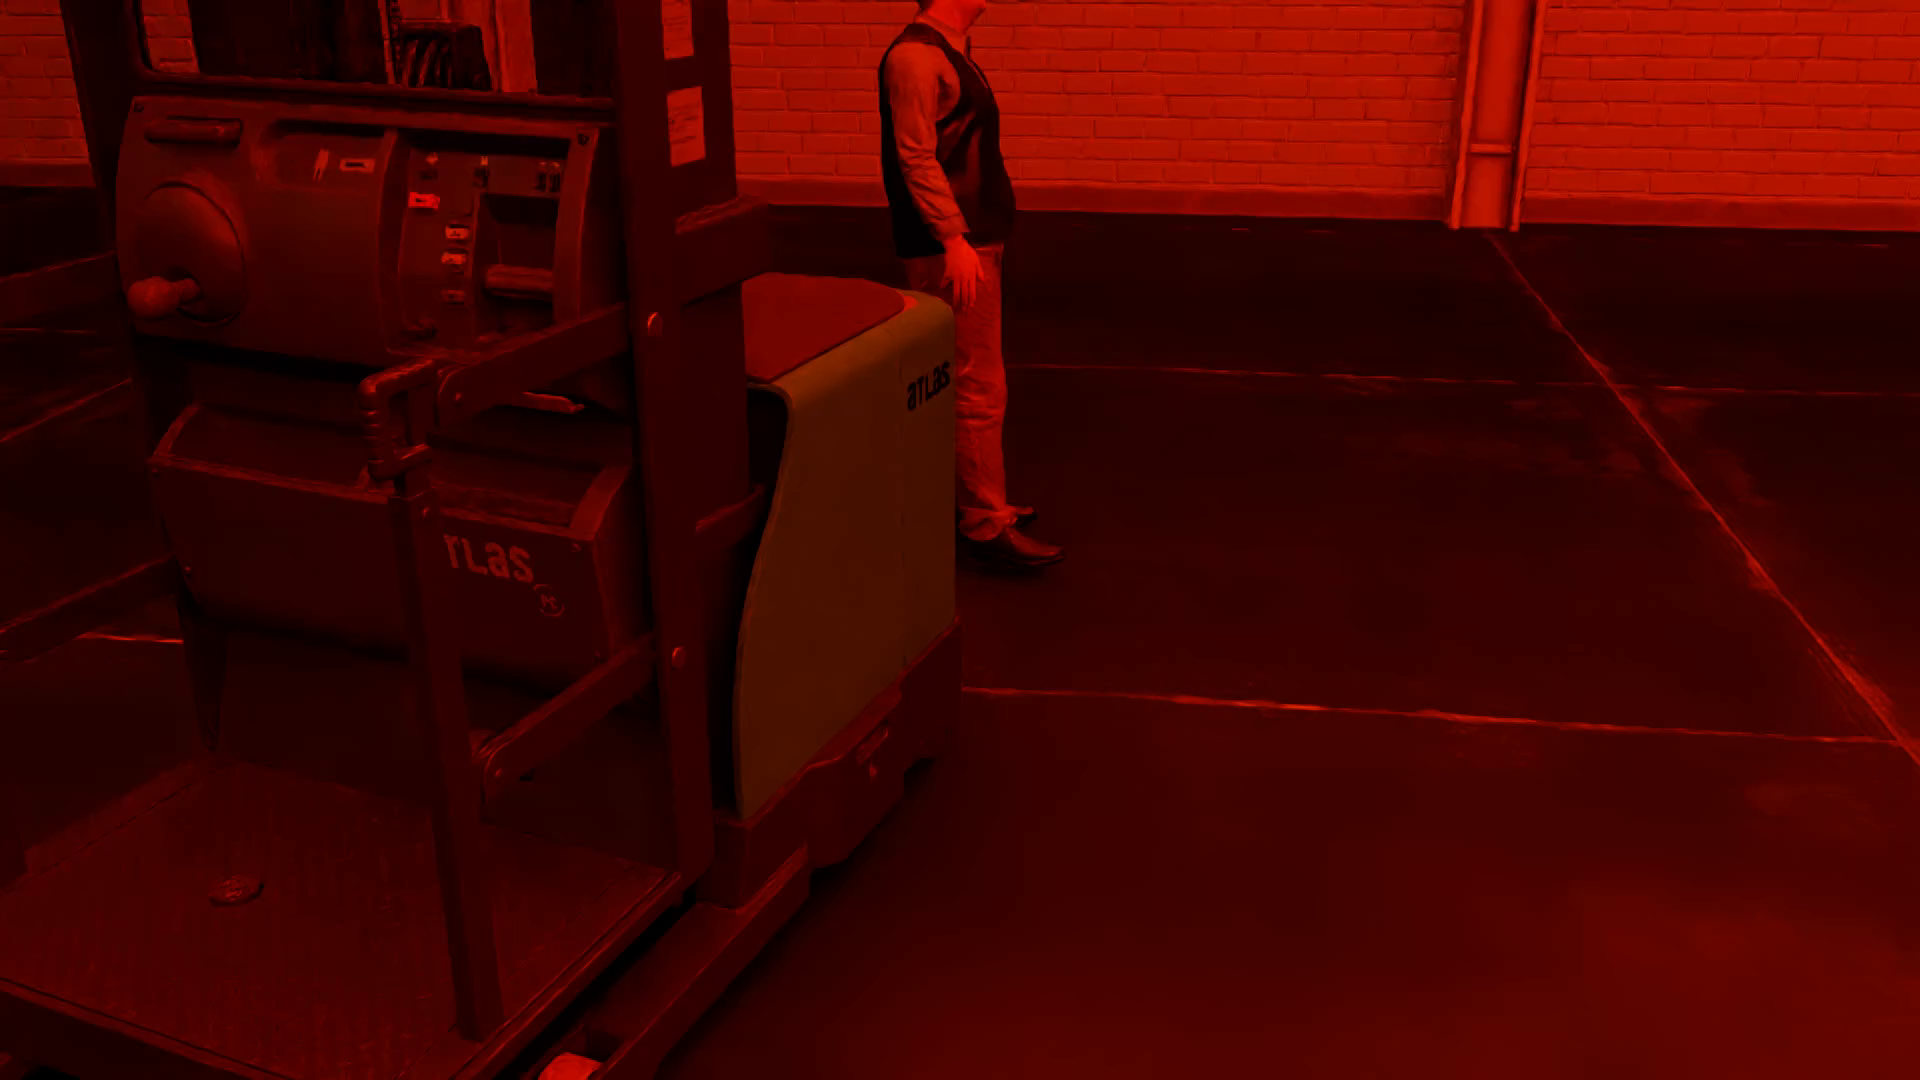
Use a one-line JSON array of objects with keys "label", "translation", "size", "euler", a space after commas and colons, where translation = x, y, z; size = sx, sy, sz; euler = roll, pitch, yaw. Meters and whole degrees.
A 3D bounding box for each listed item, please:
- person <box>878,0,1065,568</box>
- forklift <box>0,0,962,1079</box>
[{"label": "person", "translation": [0.061, -0.836, 4.824], "size": [0.567, 1.720, 0.632], "euler": [3, 22, 7]}, {"label": "forklift", "translation": [-1.046, -0.473, 2.428], "size": [1.130, 2.935, 3.031], "euler": [9, 24, 22]}]
